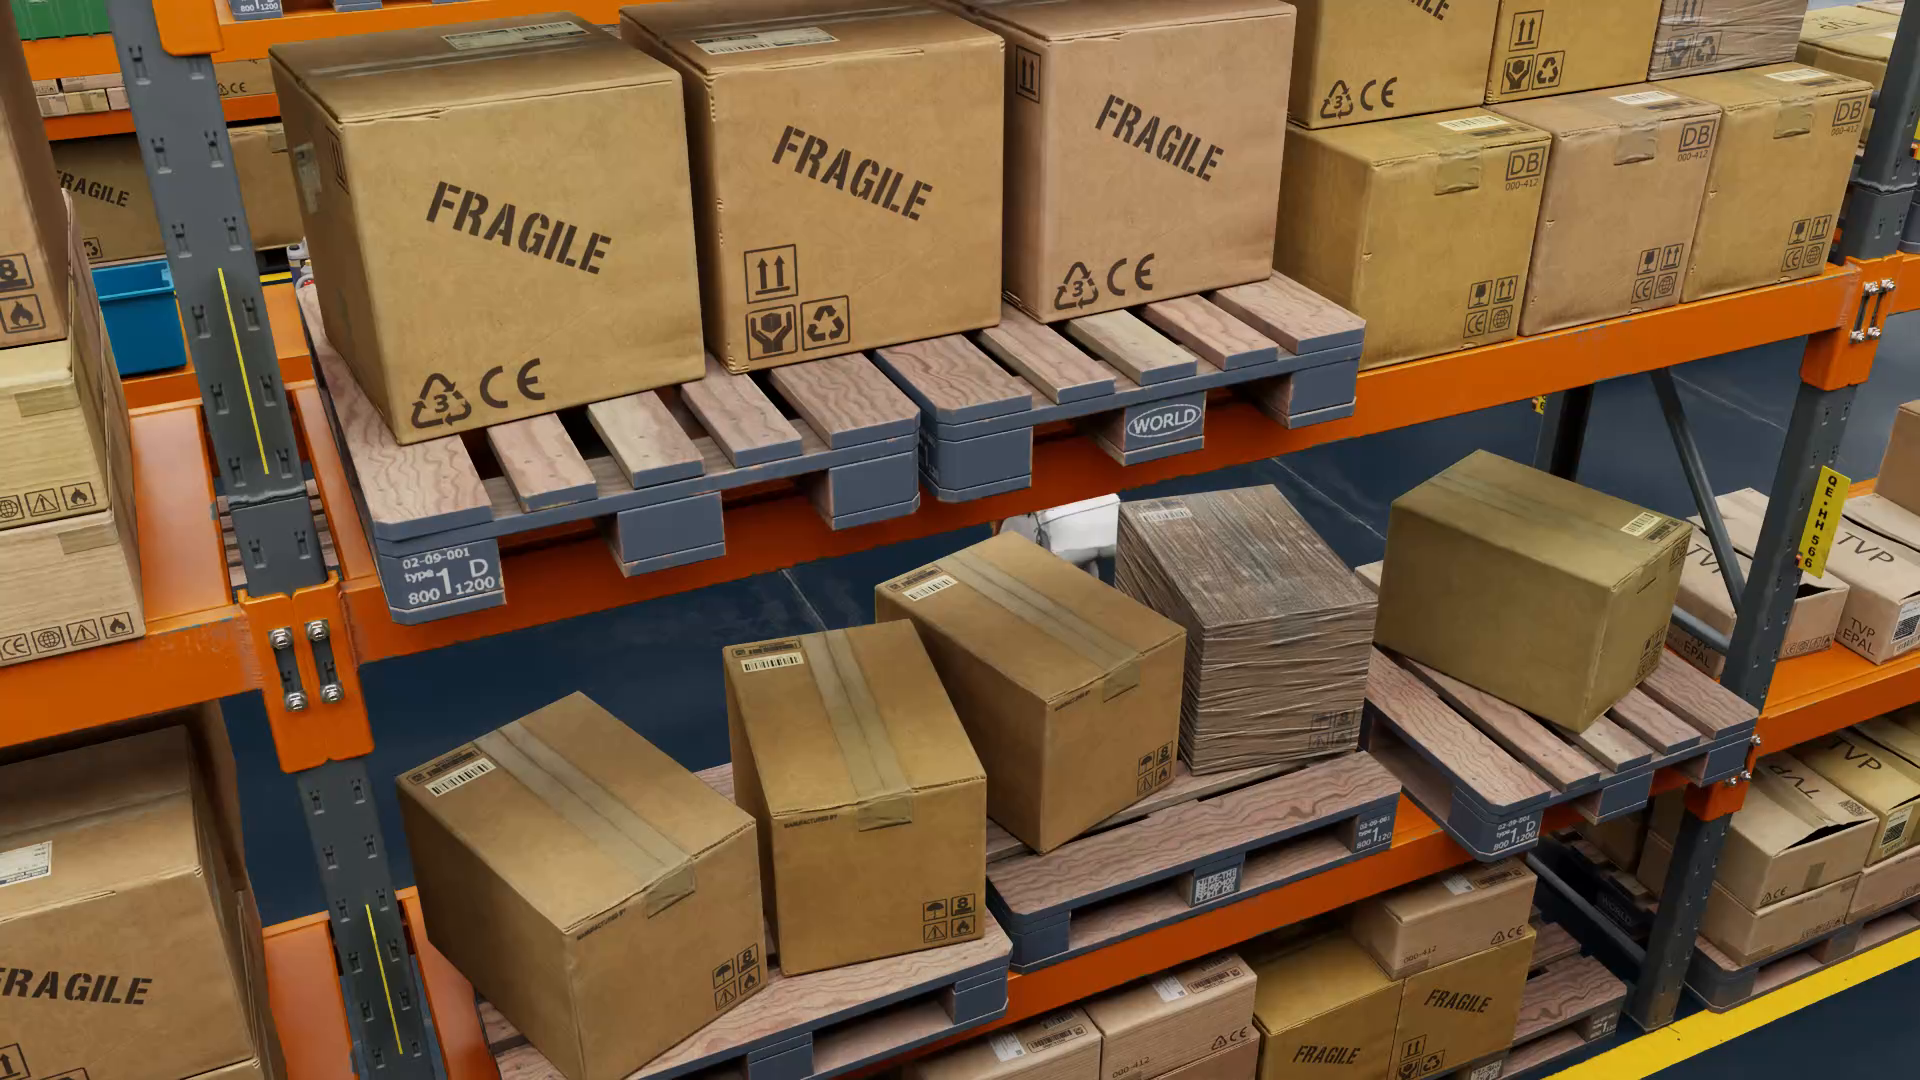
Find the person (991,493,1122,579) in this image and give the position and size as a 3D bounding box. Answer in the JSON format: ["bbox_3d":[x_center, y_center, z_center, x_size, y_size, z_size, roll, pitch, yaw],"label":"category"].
[{"bbox_3d":[0.467,-0.117,8.059,0.493,0.962,0.844,-14,32,-23],"label":"person"}]
